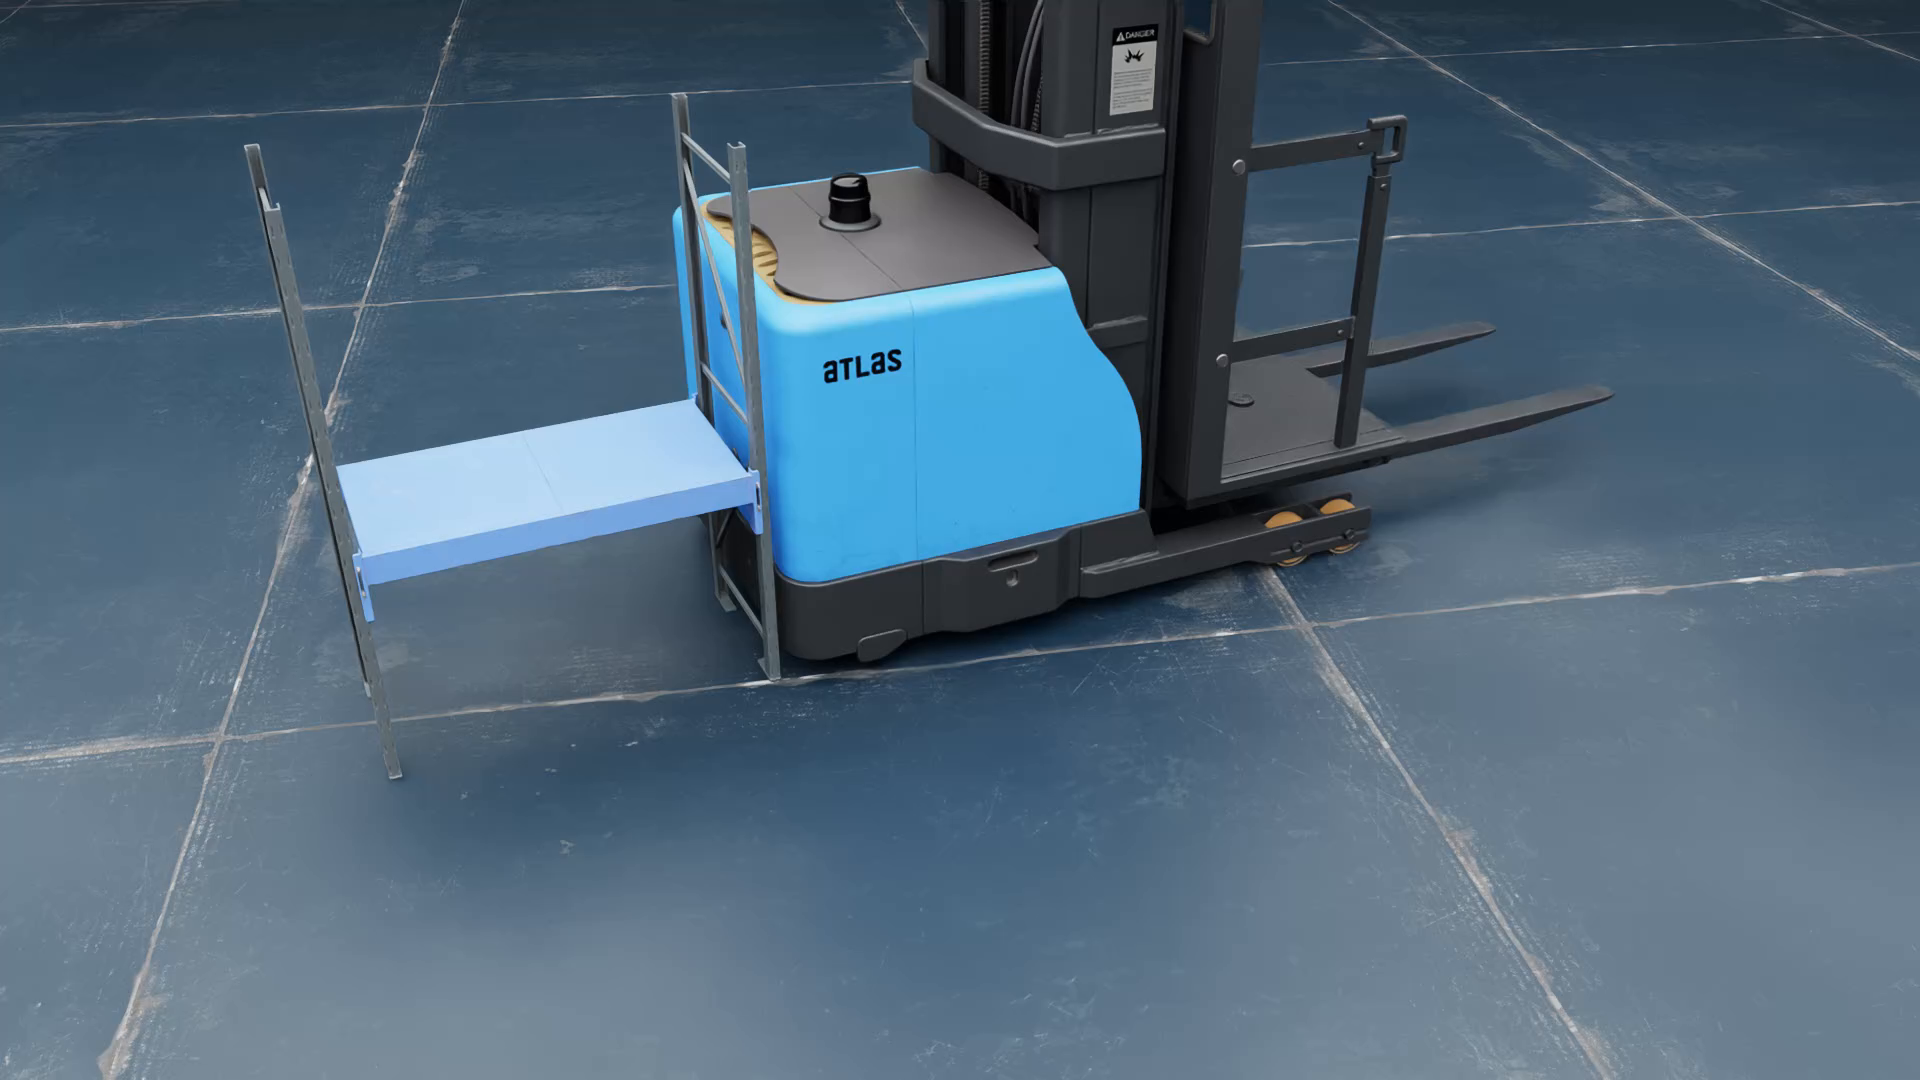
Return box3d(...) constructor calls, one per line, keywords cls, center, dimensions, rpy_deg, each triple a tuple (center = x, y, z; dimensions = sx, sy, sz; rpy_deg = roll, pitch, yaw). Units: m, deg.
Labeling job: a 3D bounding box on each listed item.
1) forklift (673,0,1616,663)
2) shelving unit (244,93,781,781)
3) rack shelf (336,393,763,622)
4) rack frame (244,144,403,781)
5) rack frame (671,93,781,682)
box3d(cls="forklift", center=(0.719, -1.412, 4.759), dimensions=(3.031, 2.935, 1.130), rpy_deg=(-13, 33, -21))
box3d(cls="shelving unit", center=(-1.074, -0.263, 4.217), dimensions=(1.048, 1.500, 0.538), rpy_deg=(-13, 33, -21))
box3d(cls="rack shelf", center=(-1.074, -0.108, 4.309), dimensions=(1.000, 0.185, 0.538), rpy_deg=(-13, 33, -21))
box3d(cls="rack frame", center=(-1.535, -0.154, 4.032), dimensions=(0.032, 1.500, 0.500), rpy_deg=(-13, 33, -21))
box3d(cls="rack frame", center=(-0.613, -0.372, 4.403), dimensions=(0.032, 1.500, 0.500), rpy_deg=(-13, 33, -21))
